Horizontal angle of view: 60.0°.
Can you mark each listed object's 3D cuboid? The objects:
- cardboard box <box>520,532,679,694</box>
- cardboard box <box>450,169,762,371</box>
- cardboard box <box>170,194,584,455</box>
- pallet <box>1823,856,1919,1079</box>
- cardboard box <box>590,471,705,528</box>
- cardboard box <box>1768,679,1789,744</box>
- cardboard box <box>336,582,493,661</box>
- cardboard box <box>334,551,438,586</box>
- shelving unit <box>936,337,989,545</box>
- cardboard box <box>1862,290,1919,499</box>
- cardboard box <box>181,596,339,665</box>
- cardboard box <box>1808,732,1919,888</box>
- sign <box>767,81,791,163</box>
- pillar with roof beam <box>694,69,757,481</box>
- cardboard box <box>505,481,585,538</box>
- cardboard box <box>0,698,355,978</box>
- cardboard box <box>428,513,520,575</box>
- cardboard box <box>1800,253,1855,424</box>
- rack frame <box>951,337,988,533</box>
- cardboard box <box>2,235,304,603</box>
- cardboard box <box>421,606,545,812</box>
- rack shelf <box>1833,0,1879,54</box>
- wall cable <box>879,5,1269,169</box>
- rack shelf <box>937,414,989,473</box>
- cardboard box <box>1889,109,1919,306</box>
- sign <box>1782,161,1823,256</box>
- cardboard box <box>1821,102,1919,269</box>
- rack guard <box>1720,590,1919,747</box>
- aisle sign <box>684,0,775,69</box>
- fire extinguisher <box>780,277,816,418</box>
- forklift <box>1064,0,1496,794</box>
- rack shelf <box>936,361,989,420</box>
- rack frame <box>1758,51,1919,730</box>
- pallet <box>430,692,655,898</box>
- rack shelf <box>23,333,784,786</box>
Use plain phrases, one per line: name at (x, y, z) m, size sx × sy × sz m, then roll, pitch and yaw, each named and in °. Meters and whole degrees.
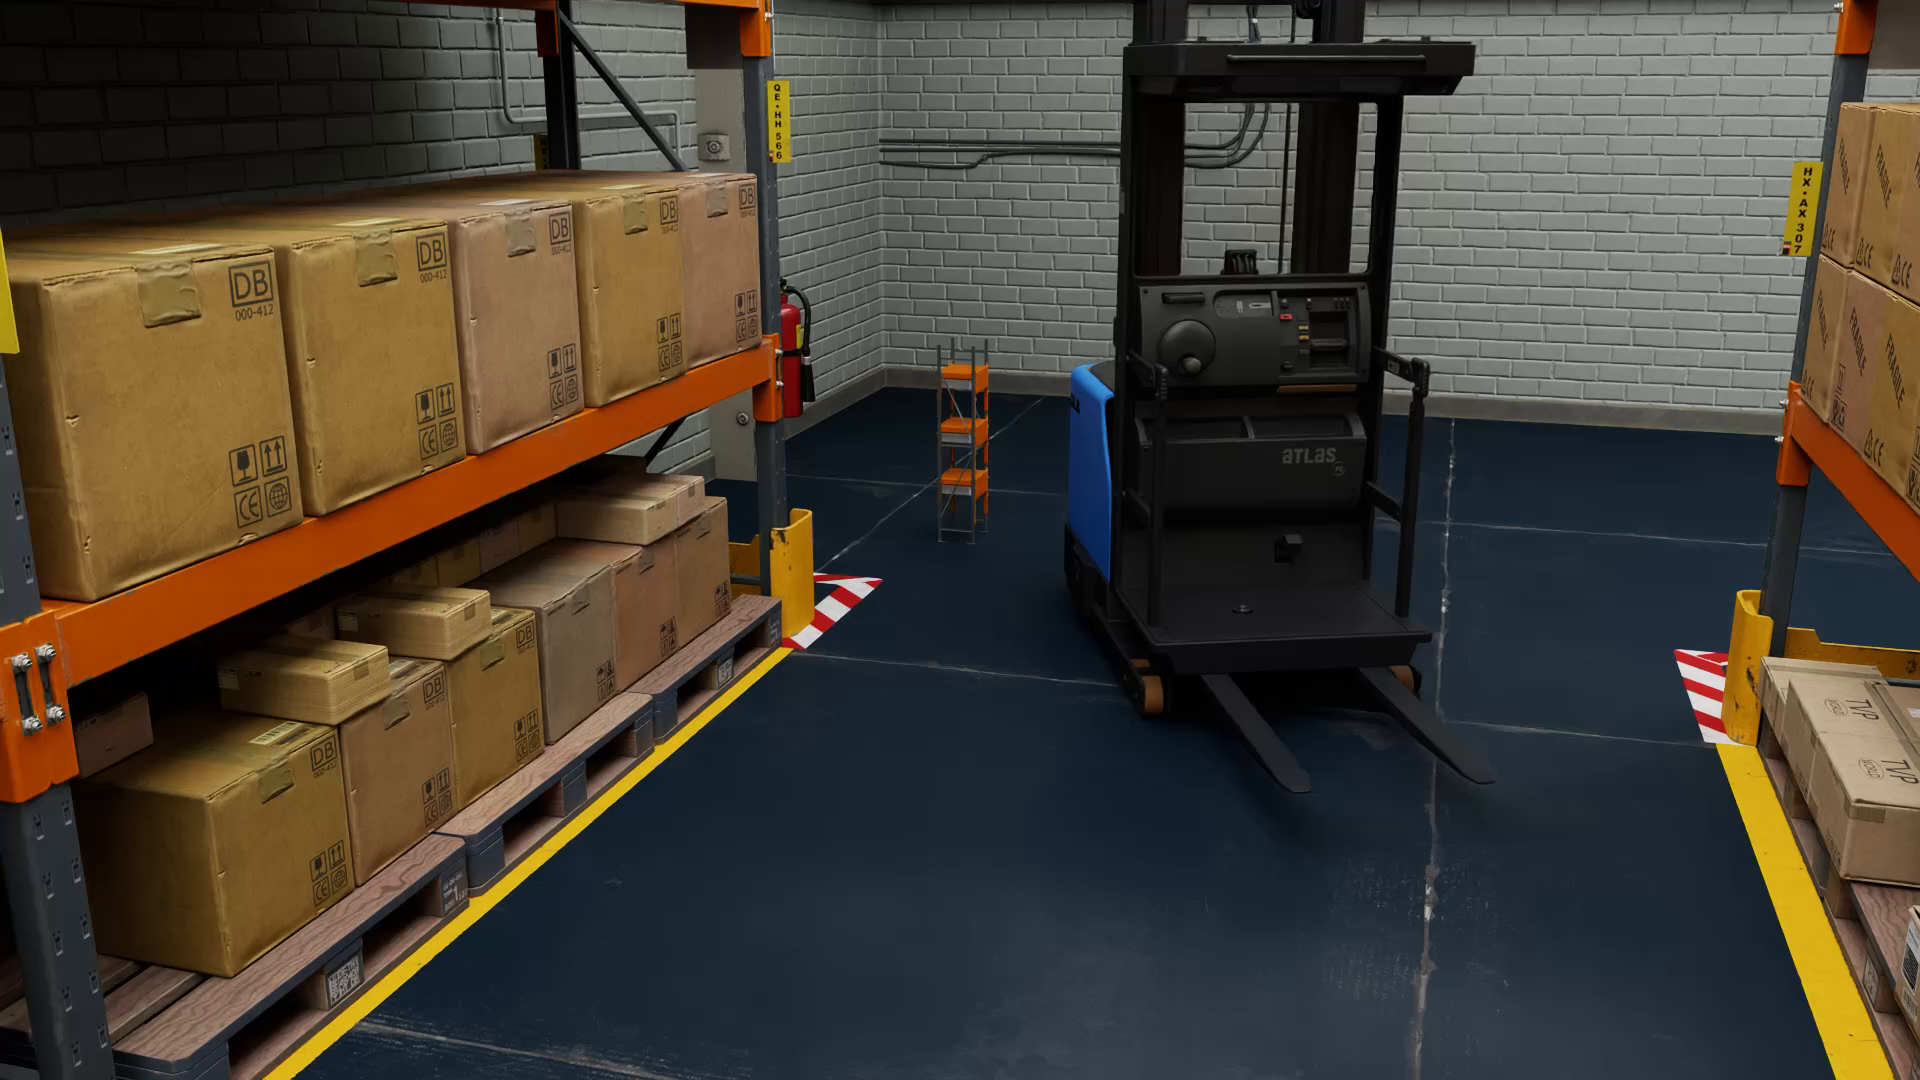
cardboard box at (-1.506, 0.233, 6.323) m, size 0.700 × 0.500 × 0.500 m, roll 5°, pitch 16°, yaw 16°
cardboard box at (-1.397, -1.100, 6.660) m, size 0.980 × 0.700 × 0.700 m, roll 5°, pitch 17°, yaw 18°
cardboard box at (-1.818, -0.710, 5.285) m, size 0.980 × 0.700 × 0.700 m, roll 4°, pitch 16°, yaw 13°
pallet at (2.893, 1.182, 4.276) m, size 1.003 × 0.211 × 1.213 m, roll 5°, pitch 16°, yaw 16°
cardboard box at (-1.226, -0.162, 6.528) m, size 0.380 × 0.149 × 0.250 m, roll 4°, pitch 16°, yaw 15°
cardboard box at (2.970, 0.593, 5.627) m, size 0.380 × 0.166 × 0.250 m, roll 5°, pitch 16°, yaw 16°
cardboard box at (-1.667, 0.246, 5.089) m, size 0.380 × 0.149 × 0.250 m, roll 4°, pitch 16°, yaw 14°
cardboard box at (-1.951, 0.140, 5.463) m, size 0.380 × 0.149 × 0.250 m, roll 4°, pitch 16°, yaw 15°
shelving unit at (0.015, -0.519, 8.735) m, size 0.215 × 1.050 × 0.252 m, roll 5°, pitch 16°, yaw 16°
cardboard box at (2.823, -0.392, 4.532) m, size 0.500 × 0.500 × 0.500 m, roll 5°, pitch 16°, yaw 16°
cardboard box at (-2.097, 0.273, 4.992) m, size 0.380 × 0.149 × 0.250 m, roll 4°, pitch 16°, yaw 14°
cardboard box at (2.779, 0.787, 4.792) m, size 0.500 × 0.250 × 0.500 m, roll 5°, pitch 16°, yaw 16°
sign at (-0.745, -1.715, 6.822) m, size 0.100 × 0.325 × 0.005 m, roll 5°, pitch 16°, yaw 16°
pillar with roof beam at (2.804, -4.415, 7.905) m, size 9.100 × 9.000 × 0.400 m, roll 5°, pitch 16°, yaw 16°
cardboard box at (-1.664, -0.126, 6.398) m, size 0.380 × 0.149 × 0.250 m, roll 5°, pitch 16°, yaw 16°
cardboard box at (-2.087, 0.770, 4.430) m, size 0.700 × 0.500 × 0.500 m, roll 5°, pitch 17°, yaw 17°
cardboard box at (-1.807, 0.006, 5.933) m, size 0.380 × 0.149 × 0.250 m, roll 5°, pitch 17°, yaw 17°
cardboard box at (3.110, -0.659, 5.472) m, size 0.500 × 0.500 × 0.500 m, roll 5°, pitch 17°, yaw 17°
rack frame at (0.050, -0.551, 8.848) m, size 0.200 × 1.050 × 0.008 m, roll 5°, pitch 16°, yaw 16°
cardboard box at (-2.228, -0.328, 3.939) m, size 0.980 × 0.700 × 0.700 m, roll 5°, pitch 17°, yaw 17°
cardboard box at (-1.793, 0.504, 5.365) m, size 0.700 × 0.500 × 0.500 m, roll 5°, pitch 17°, yaw 17°
rack shelf at (2.921, -1.280, 3.667) m, size 1.077 × 0.370 × 4.000 m, roll 5°, pitch 16°, yaw 16°
wall cable at (0.689, -3.934, 11.898) m, size 3.097 × 2.526 × 0.112 m, roll 5°, pitch 16°, yaw 16°
rack shelf at (0.015, -0.509, 8.738) m, size 0.215 × 0.259 × 0.240 m, roll 5°, pitch 16°, yaw 16°
cardboard box at (2.822, -0.872, 4.391) m, size 0.500 × 0.500 × 0.500 m, roll 5°, pitch 17°, yaw 17°
sign at (2.969, -1.165, 5.853) m, size 0.100 × 0.325 × 0.005 m, roll 5°, pitch 16°, yaw 16°
cardboard box at (3.110, -1.140, 5.336) m, size 0.500 × 0.500 × 0.500 m, roll 5°, pitch 17°, yaw 18°
rack guard at (3.468, 0.516, 6.094) m, size 1.175 × 0.500 × 0.348 m, roll 5°, pitch 16°, yaw 16°
aisle sign at (-0.953, -2.336, 6.803) m, size 0.394 × 0.787 × 0.004 m, roll 5°, pitch 16°, yaw 16°
fire extinguisher at (-0.776, -0.877, 7.248) m, size 0.296 × 0.674 × 0.183 m, roll 5°, pitch 16°, yaw 16°
forklift at (1.195, -0.825, 6.366) m, size 1.130 × 2.935 × 3.031 m, roll -2°, pitch 16°, yaw -7°
rack shelf at (0.015, -0.782, 8.661) m, size 0.215 × 0.259 × 0.240 m, roll 5°, pitch 16°, yaw 16°
rack frame at (3.489, -0.706, 5.823) m, size 1.000 × 3.000 × 0.127 m, roll 5°, pitch 16°, yaw 16°
pallet at (-1.762, 0.785, 5.674) m, size 1.003 × 0.211 × 1.213 m, roll 5°, pitch 16°, yaw 16°
rack shelf at (-1.830, -0.220, 5.427) m, size 1.077 × 0.370 × 4.000 m, roll 5°, pitch 16°, yaw 16°
